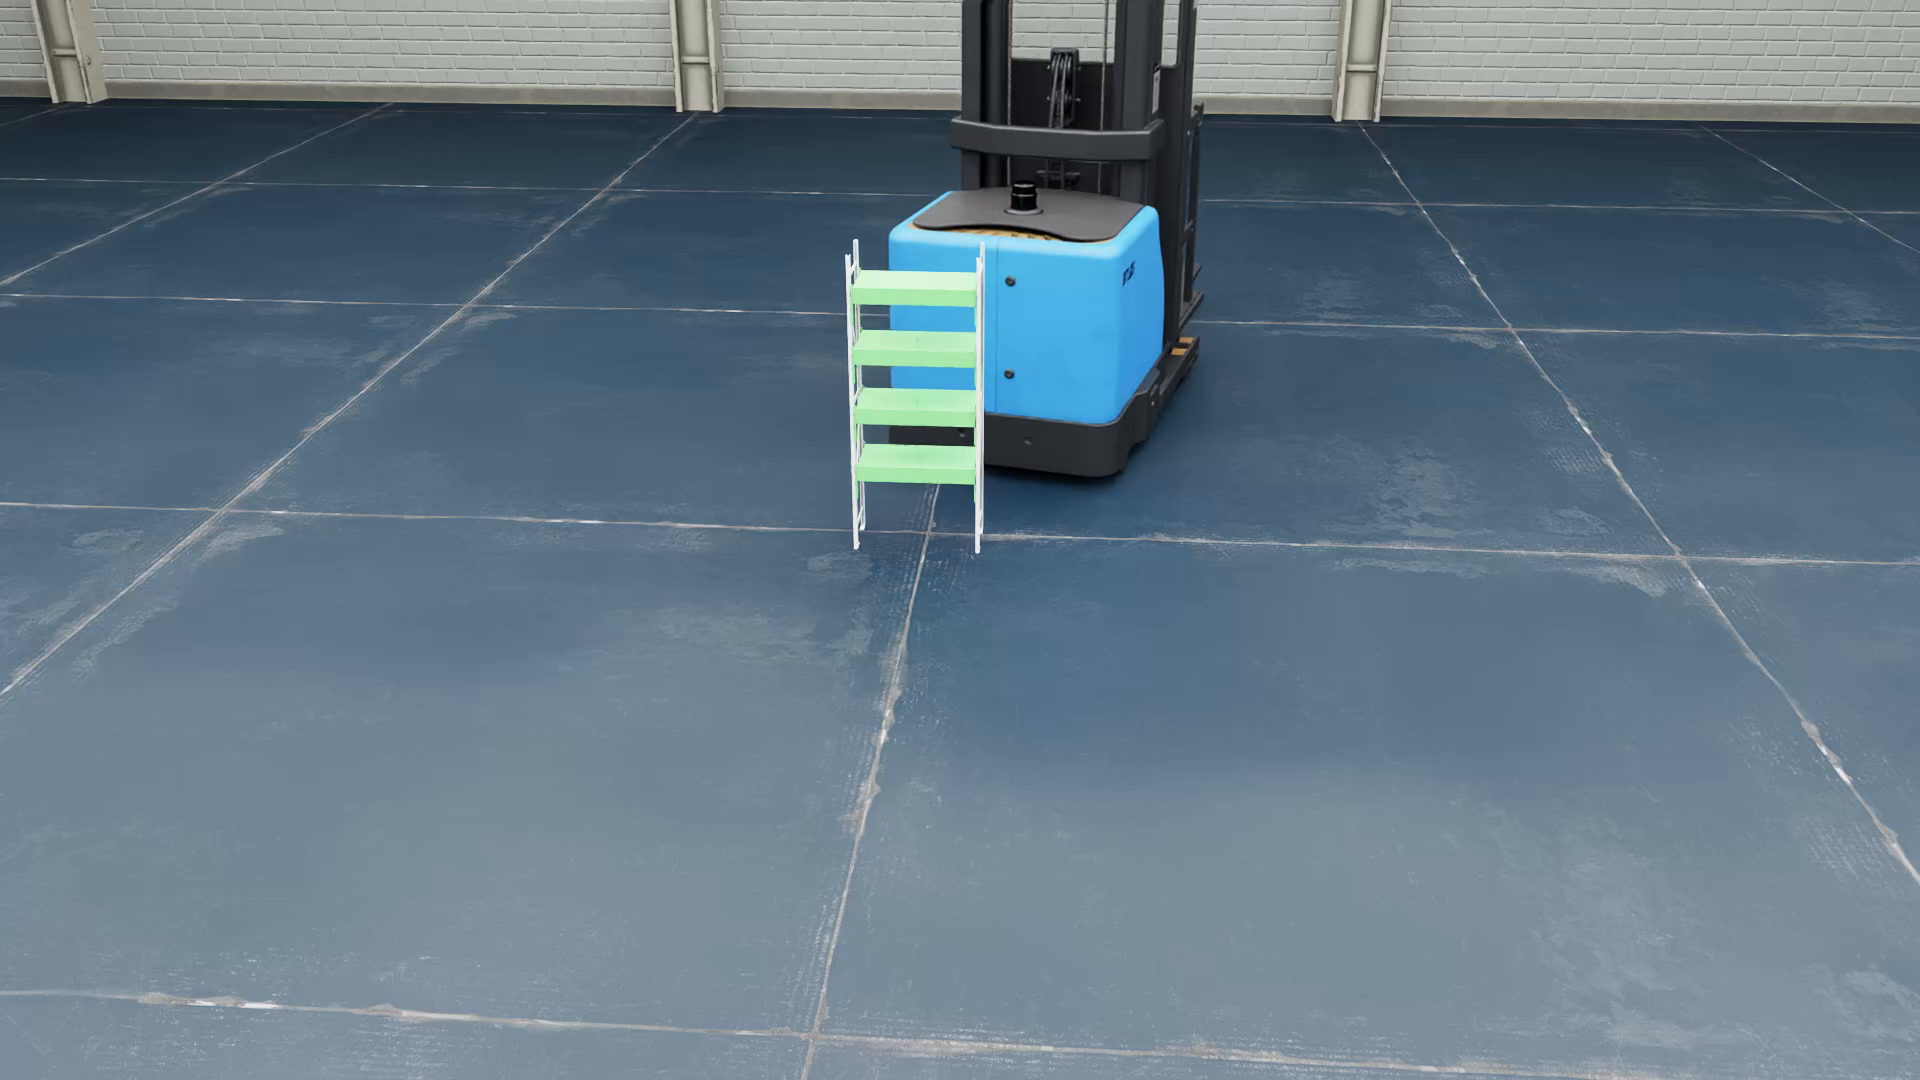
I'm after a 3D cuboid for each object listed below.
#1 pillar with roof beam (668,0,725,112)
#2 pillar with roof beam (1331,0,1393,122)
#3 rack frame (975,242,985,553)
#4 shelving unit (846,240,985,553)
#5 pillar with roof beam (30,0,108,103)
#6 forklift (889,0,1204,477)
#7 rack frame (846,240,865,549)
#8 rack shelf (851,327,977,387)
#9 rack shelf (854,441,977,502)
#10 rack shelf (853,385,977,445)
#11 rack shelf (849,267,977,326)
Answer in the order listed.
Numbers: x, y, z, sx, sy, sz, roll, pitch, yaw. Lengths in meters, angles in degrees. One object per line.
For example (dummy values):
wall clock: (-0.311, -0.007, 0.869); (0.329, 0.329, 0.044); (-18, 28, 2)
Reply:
pillar with roof beam: (-2.738, -6.301, 9.679); (0.400, 9.000, 9.100); (2, 25, 4)
pillar with roof beam: (3.244, -6.109, 9.261); (0.400, 9.000, 9.100); (2, 25, 4)
rack frame: (0.078, -0.543, 6.494); (0.015, 1.200, 0.240); (2, 25, 4)
shelving unit: (-0.165, -0.550, 6.511); (0.503, 1.200, 0.258); (2, 25, 4)
pillar with roof beam: (-8.721, -6.493, 10.096); (0.400, 9.000, 9.100); (2, 25, 4)
forklift: (0.621, -2.194, 8.013); (1.130, 2.935, 3.031); (8, 26, 16)
rack frame: (-0.408, -0.558, 6.528); (0.015, 1.200, 0.240); (2, 25, 4)
rack shelf: (-0.165, -0.710, 6.437); (0.480, 0.148, 0.258); (2, 25, 4)
rack shelf: (-0.165, -0.274, 6.638); (0.480, 0.148, 0.258); (2, 25, 4)
rack shelf: (-0.165, -0.492, 6.537); (0.480, 0.148, 0.258); (2, 25, 4)
rack shelf: (-0.165, -0.928, 6.337); (0.480, 0.148, 0.258); (2, 25, 4)
